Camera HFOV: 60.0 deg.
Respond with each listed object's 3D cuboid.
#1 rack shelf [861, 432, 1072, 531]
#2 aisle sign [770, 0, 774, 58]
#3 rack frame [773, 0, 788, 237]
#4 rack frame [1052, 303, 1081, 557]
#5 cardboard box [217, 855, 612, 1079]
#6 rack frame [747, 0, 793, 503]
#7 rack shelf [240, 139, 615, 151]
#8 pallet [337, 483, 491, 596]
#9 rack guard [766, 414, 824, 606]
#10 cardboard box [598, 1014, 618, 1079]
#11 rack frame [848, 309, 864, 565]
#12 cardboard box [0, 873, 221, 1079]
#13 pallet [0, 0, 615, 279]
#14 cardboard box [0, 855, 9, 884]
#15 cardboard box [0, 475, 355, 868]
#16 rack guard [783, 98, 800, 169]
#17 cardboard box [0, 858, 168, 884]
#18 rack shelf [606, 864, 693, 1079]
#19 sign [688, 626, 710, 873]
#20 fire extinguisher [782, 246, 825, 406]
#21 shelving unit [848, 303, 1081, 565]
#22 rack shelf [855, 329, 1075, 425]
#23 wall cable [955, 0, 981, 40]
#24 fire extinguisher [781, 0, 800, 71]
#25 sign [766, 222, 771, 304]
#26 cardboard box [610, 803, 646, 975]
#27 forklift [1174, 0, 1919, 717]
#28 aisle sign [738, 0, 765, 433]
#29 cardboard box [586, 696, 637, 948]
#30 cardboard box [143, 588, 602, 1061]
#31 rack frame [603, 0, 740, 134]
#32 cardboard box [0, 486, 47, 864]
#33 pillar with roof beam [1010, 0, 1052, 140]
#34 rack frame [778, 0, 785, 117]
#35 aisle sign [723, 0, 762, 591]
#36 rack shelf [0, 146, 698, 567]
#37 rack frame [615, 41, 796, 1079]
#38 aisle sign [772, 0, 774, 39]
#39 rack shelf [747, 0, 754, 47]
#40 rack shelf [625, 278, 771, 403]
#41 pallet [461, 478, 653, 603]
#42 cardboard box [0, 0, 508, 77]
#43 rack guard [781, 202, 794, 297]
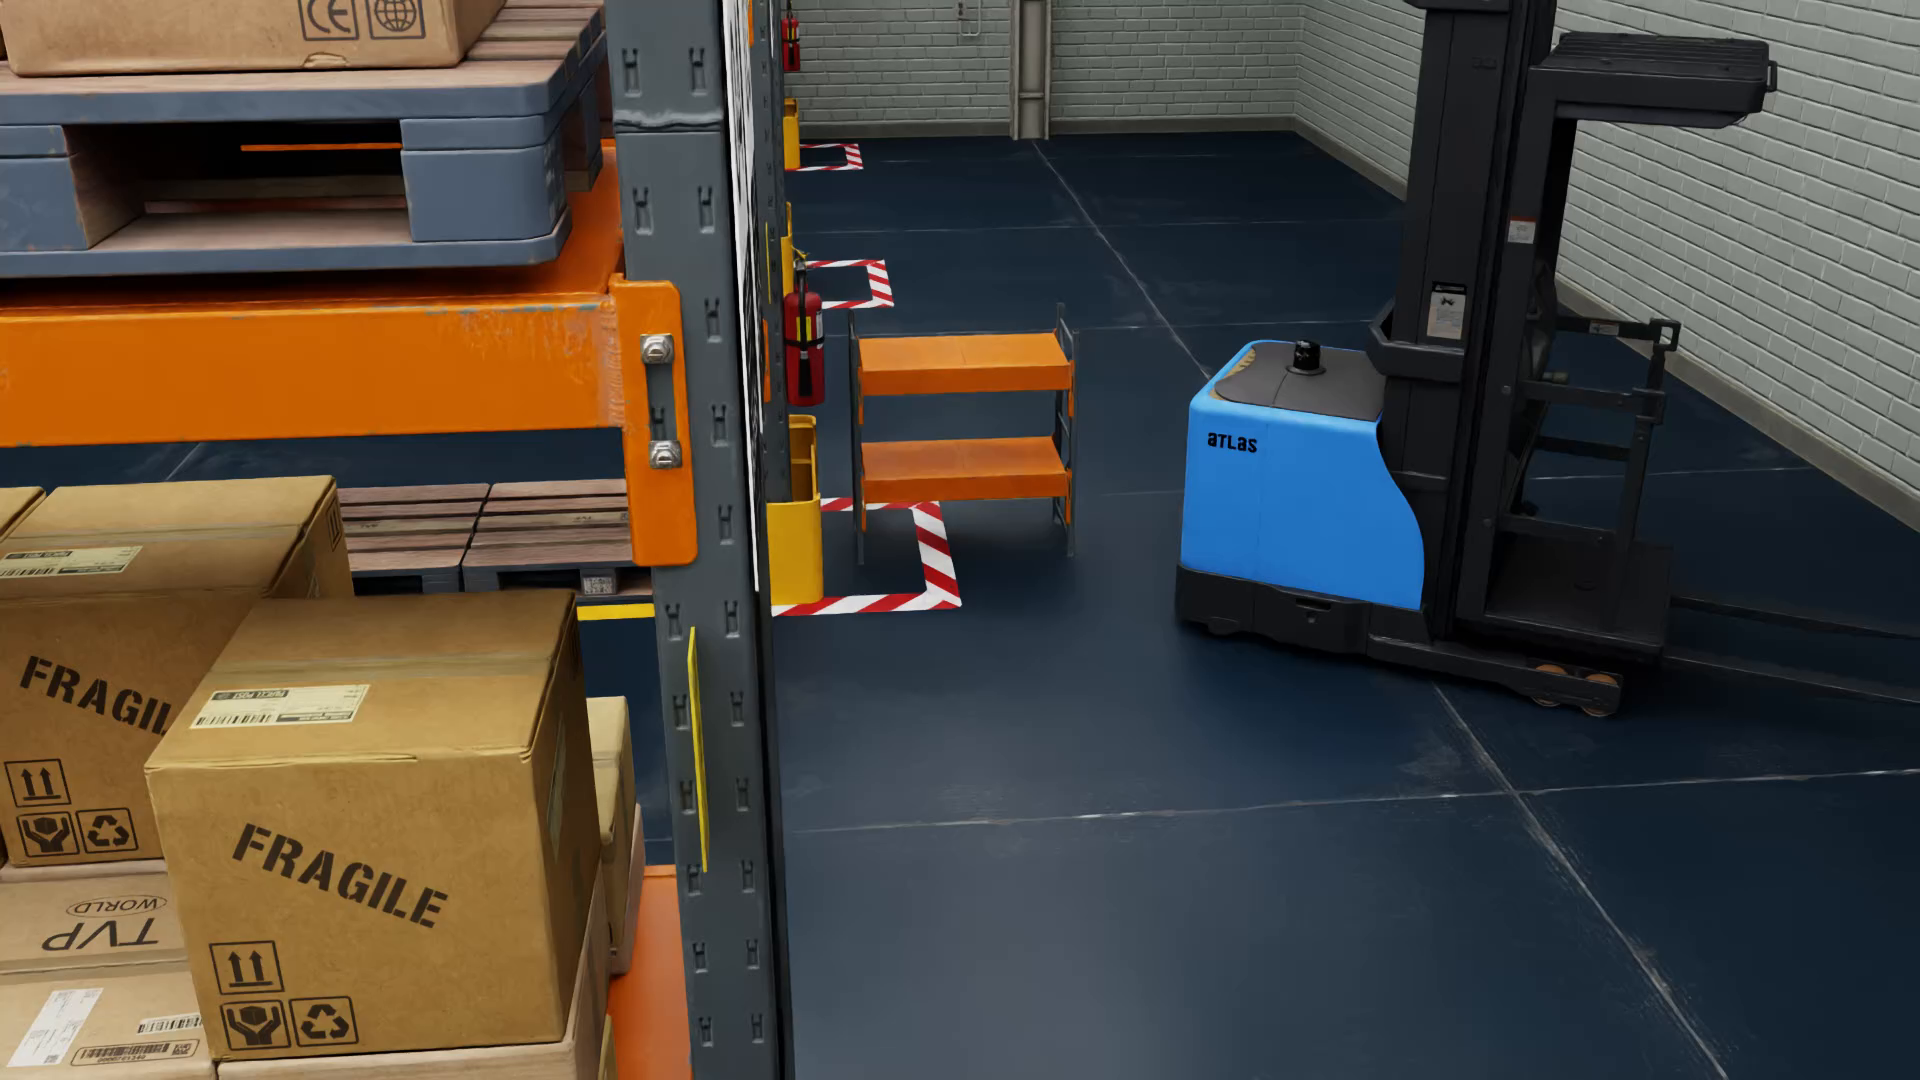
[{"bbox_3d":[0.007,-0.291,8.121,1.000,0.278,0.538,-2,24,-5],"label":"rack shelf"},{"bbox_3d":[-0.773,-2.377,6.705,0.004,0.787,0.394,-2,24,-5],"label":"aisle sign"},{"bbox_3d":[-1.356,-3.307,11.998,0.127,3.000,1.000,-2,24,-5],"label":"rack frame"},{"bbox_3d":[0.513,-0.535,8.068,0.032,1.125,0.500,-2,24,-5],"label":"rack frame"},{"bbox_3d":[-0.842,0.756,2.674,0.500,0.250,0.500,-3,24,-6],"label":"cardboard box"},{"bbox_3d":[-0.873,-1.305,7.493,0.127,3.000,1.000,-2,24,-5],"label":"rack frame"},{"bbox_3d":[-3.346,-2.899,11.964,4.000,0.370,1.077,-2,24,-5],"label":"rack shelf"},{"bbox_3d":[-2.909,0.034,7.914,1.213,0.211,1.003,-2,24,-5],"label":"pallet"},{"bbox_3d":[-0.850,-0.169,8.015,0.348,0.500,1.175,-2,24,-5],"label":"rack guard"},{"bbox_3d":[-0.708,0.959,2.709,0.250,0.149,0.380,-2,24,-4],"label":"cardboard box"},{"bbox_3d":[-0.499,-0.494,7.976,0.032,1.125,0.500,-2,24,-5],"label":"rack frame"},{"bbox_3d":[-1.347,0.776,2.629,0.500,0.250,0.500,-3,24,-6],"label":"cardboard box"},{"bbox_3d":[-1.123,-0.599,2.322,1.213,0.211,1.003,-2,24,-5],"label":"pallet"},{"bbox_3d":[-1.907,0.582,3.067,0.500,0.250,0.500,-3,24,-7],"label":"cardboard box"},{"bbox_3d":[-1.388,0.217,2.964,0.500,0.500,0.500,-3,24,-6],"label":"cardboard box"},{"bbox_3d":[-1.823,-4.168,17.012,0.348,0.500,1.175,-2,24,-5],"label":"rack guard"},{"bbox_3d":[-1.407,0.563,3.109,0.500,0.250,0.500,-3,24,-6],"label":"cardboard box"},{"bbox_3d":[-2.376,1.105,2.955,4.000,0.370,1.077,-2,24,-5],"label":"rack shelf"},{"bbox_3d":[-0.347,0.279,2.211,0.005,0.325,0.100,-2,24,-5],"label":"sign"},{"bbox_3d":[-0.678,-0.922,7.185,0.183,0.674,0.296,-2,24,-5],"label":"fire extinguisher"},{"bbox_3d":[0.007,-0.514,8.022,1.048,1.125,0.538,-2,24,-5],"label":"shelving unit"},{"bbox_3d":[0.007,-0.782,7.903,1.000,0.278,0.538,-2,24,-5],"label":"rack shelf"},{"bbox_3d":[-0.665,-6.207,17.271,1.851,1.984,0.084,-2,24,-5],"label":"wall cable"},{"bbox_3d":[-1.651,-4.923,16.188,0.183,0.674,0.296,-2,24,-5],"label":"fire extinguisher"},{"bbox_3d":[-0.803,-1.158,6.961,0.005,0.325,0.100,-2,24,-5],"label":"sign"},{"bbox_3d":[-0.772,0.693,3.308,0.250,0.149,0.380,-2,24,-5],"label":"cardboard box"},{"bbox_3d":[2.511,-0.878,6.617,3.031,2.935,1.130,10,26,22],"label":"forklift"},{"bbox_3d":[-0.344,-0.615,2.740,0.004,0.787,0.394,-2,24,-5],"label":"aisle sign"},{"bbox_3d":[-0.890,0.540,3.161,0.500,0.250,0.500,-3,24,-7],"label":"cardboard box"},{"bbox_3d":[-0.845,0.413,2.524,0.500,0.500,0.500,-2,24,-4],"label":"cardboard box"},{"bbox_3d":[-0.386,-2.044,1.770,0.127,3.000,1.000,-2,24,-5],"label":"rack frame"},{"bbox_3d":[-1.903,0.240,2.912,0.500,0.500,0.500,-3,24,-7],"label":"cardboard box"},{"bbox_3d":[1.178,-6.768,12.398,0.400,9.000,9.100,-2,24,-5],"label":"pillar with roof beam"},{"bbox_3d":[-1.847,-5.309,16.502,0.127,3.000,1.000,-2,24,-5],"label":"rack frame"},{"bbox_3d":[-0.285,-0.373,2.195,0.004,0.787,0.394,-2,24,-5],"label":"aisle sign"},{"bbox_3d":[-2.376,-0.265,2.346,4.000,0.370,1.077,-2,24,-5],"label":"rack shelf"},{"bbox_3d":[-0.386,0.697,2.989,0.127,3.000,1.000,-2,24,-5],"label":"rack frame"},{"bbox_3d":[-0.831,-2.616,7.242,0.004,0.787,0.394,-2,24,-5],"label":"aisle sign"},{"bbox_3d":[-2.863,-2.267,6.850,4.000,0.370,1.077,-2,24,-5],"label":"rack shelf"},{"bbox_3d":[-2.863,-0.896,7.460,4.000,0.370,1.077,-2,24,-5],"label":"rack shelf"},{"bbox_3d":[-1.697,-0.014,8.021,1.213,0.211,1.003,-2,24,-5],"label":"pallet"},{"bbox_3d":[-0.898,-0.915,2.158,0.500,0.500,0.700,-4,24,-8],"label":"cardboard box"},{"bbox_3d":[-1.432,-2.162,12.499,0.348,0.500,1.175,-2,24,-5],"label":"rack guard"}]
